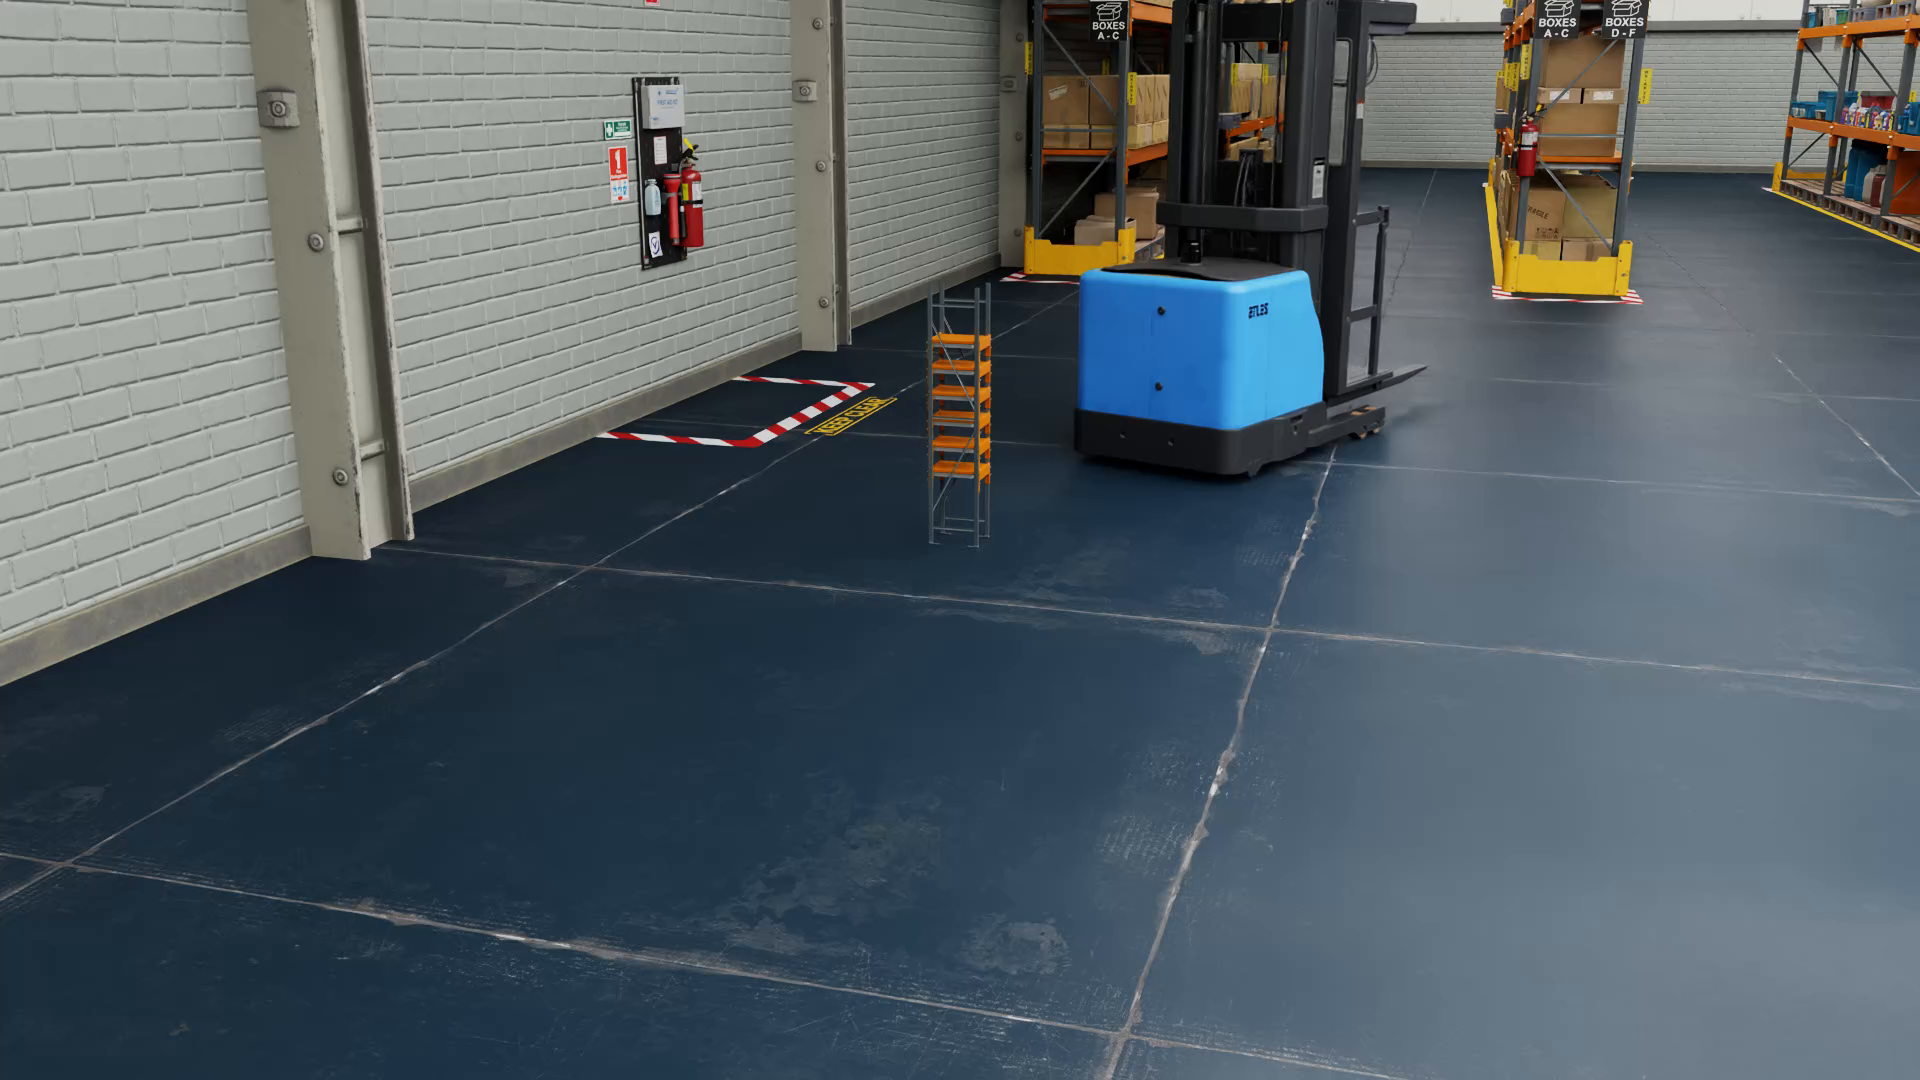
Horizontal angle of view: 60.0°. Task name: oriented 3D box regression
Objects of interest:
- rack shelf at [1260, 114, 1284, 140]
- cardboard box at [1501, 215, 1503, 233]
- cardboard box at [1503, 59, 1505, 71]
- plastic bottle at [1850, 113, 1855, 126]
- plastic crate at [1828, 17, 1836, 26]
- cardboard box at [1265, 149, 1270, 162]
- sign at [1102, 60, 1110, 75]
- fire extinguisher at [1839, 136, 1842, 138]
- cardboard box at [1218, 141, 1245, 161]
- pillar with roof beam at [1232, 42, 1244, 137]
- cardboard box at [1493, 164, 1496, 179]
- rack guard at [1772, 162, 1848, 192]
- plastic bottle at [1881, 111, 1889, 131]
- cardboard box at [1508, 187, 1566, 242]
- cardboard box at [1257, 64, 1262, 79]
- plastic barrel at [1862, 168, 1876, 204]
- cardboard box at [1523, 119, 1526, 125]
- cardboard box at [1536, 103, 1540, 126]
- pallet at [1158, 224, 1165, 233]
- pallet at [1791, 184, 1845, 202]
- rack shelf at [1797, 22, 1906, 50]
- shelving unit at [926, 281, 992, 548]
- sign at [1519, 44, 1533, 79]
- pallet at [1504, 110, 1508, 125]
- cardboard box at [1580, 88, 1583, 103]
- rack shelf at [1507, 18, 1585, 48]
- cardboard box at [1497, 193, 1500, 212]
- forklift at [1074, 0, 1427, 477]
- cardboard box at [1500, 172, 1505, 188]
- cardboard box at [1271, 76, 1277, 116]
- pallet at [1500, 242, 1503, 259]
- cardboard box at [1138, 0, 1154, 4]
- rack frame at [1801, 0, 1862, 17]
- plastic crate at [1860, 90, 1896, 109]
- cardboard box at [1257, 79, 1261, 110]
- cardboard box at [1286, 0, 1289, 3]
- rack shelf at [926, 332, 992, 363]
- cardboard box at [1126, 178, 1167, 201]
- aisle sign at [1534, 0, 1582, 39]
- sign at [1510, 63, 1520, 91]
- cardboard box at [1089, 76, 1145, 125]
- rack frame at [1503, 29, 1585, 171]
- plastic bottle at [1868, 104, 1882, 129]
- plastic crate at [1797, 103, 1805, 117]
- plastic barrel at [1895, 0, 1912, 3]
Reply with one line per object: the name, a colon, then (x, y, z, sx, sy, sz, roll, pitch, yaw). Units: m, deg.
rack shelf: (5.238, -7.621, 30.519, 1.077, 0.370, 4.000, 5, 16, 16)
cardboard box: (6.724, -3.749, 19.819, 0.500, 0.250, 0.500, 5, 16, 16)
cardboard box: (9.746, -8.140, 29.014, 0.500, 0.500, 0.500, 4, 16, 15)
plastic bottle: (13.480, -6.339, 25.045, 0.097, 0.201, 0.097, 0, 16, 0)
plastic crate: (14.164, -8.354, 26.771, 0.293, 0.136, 0.466, 5, 16, 16)
cardboard box: (5.274, -6.896, 30.457, 0.700, 0.500, 0.500, 5, 17, 17)
sign: (1.863, -5.950, 21.188, 0.100, 0.325, 0.005, 5, 16, 16)
fire extinguisher: (15.783, -7.510, 29.633, 0.296, 0.674, 0.183, 5, 16, 16)
cardboard box: (4.122, -5.976, 26.571, 0.750, 0.750, 0.750, 5, 16, 16)
pillar with roof beam: (9.871, -11.816, 32.997, 9.100, 9.000, 0.400, 5, 16, 16)
cardboard box: (9.846, -6.614, 29.884, 0.500, 0.250, 0.500, 5, 16, 16)
rack guard: (15.299, -6.527, 29.924, 1.175, 0.500, 0.348, 5, 16, 16)
plastic bottle: (12.908, -5.846, 23.179, 0.097, 0.271, 0.097, 0, 16, 0)
cardboard box: (5.877, -3.324, 16.948, 0.500, 0.500, 0.500, 5, 16, 16)
cardboard box: (4.782, -7.863, 27.916, 0.500, 0.250, 0.500, 5, 17, 17)
plastic barrel: (13.549, -5.214, 24.503, 0.421, 0.512, 0.421, 0, 16, 0)
cardboard box: (7.220, -5.147, 20.726, 0.396, 0.266, 0.258, 4, 16, 15)
cardboard box: (6.446, -4.358, 17.512, 0.700, 0.500, 0.500, 5, 17, 16)
pallet: (2.239, -3.831, 20.948, 1.003, 0.211, 1.213, 5, 16, 16)
pallet: (14.684, -5.850, 28.066, 1.003, 0.211, 1.213, 5, 16, 16)
rack shelf: (14.736, -8.296, 27.401, 1.077, 0.370, 4.000, 5, 16, 16)
shelving unit: (-0.004, -0.573, 7.652, 0.258, 1.200, 0.189, 5, 16, 16)
sign: (5.493, -4.638, 16.128, 0.100, 0.325, 0.005, 5, 16, 16)
pallet: (8.831, -6.431, 25.357, 1.003, 0.211, 1.213, 5, 16, 16)
cardboard box: (6.400, -4.437, 16.602, 0.380, 0.149, 0.250, 4, 16, 14)
rack shelf: (8.851, -7.634, 25.069, 1.077, 0.370, 4.000, 5, 16, 16)
cardboard box: (7.711, -4.648, 22.987, 0.500, 0.250, 0.500, 4, 16, 14)
forklift: (1.936, -2.087, 9.816, 1.130, 2.935, 3.031, 12, 20, 36)
cardboard box: (7.711, -4.911, 22.888, 0.500, 0.311, 0.500, 4, 16, 14)
cardboard box: (5.249, -8.110, 30.377, 0.980, 0.700, 0.700, 4, 16, 13)
pallet: (6.880, -3.421, 19.505, 1.003, 0.211, 1.213, 5, 16, 16)
cardboard box: (1.781, -6.011, 17.808, 0.500, 0.500, 0.500, 6, 17, 20)
rack frame: (15.305, -10.608, 28.739, 1.000, 3.000, 0.127, 5, 16, 16)
plastic crate: (14.662, -6.949, 26.606, 0.402, 0.464, 0.583, 5, 16, 16)
cardboard box: (4.780, -7.504, 28.025, 0.500, 0.500, 0.500, 4, 16, 15)
cardboard box: (5.860, -10.259, 30.954, 0.500, 0.500, 0.500, 5, 16, 16)
rack shelf: (-0.004, -0.877, 7.566, 0.258, 0.103, 0.180, 5, 16, 16)
cardboard box: (2.589, -4.554, 22.162, 0.700, 0.500, 0.500, 5, 17, 18)
aisle sign: (5.709, -5.177, 15.822, 0.394, 0.787, 0.004, 5, 16, 16)
sign: (6.623, -5.526, 19.838, 0.100, 0.325, 0.005, 5, 16, 16)
cardboard box: (1.683, -4.704, 17.781, 0.500, 0.500, 0.500, 5, 16, 16)
rack frame: (8.283, -6.014, 23.536, 1.000, 3.000, 0.127, 5, 16, 16)
plastic bottle: (13.147, -6.082, 23.864, 0.144, 0.351, 0.185, 5, 16, 16)
plastic crate: (14.732, -7.459, 28.827, 0.416, 0.233, 0.300, 5, 16, 16)
plastic barrel: (13.390, -7.815, 23.369, 0.433, 0.535, 0.433, 0, 16, 0)
